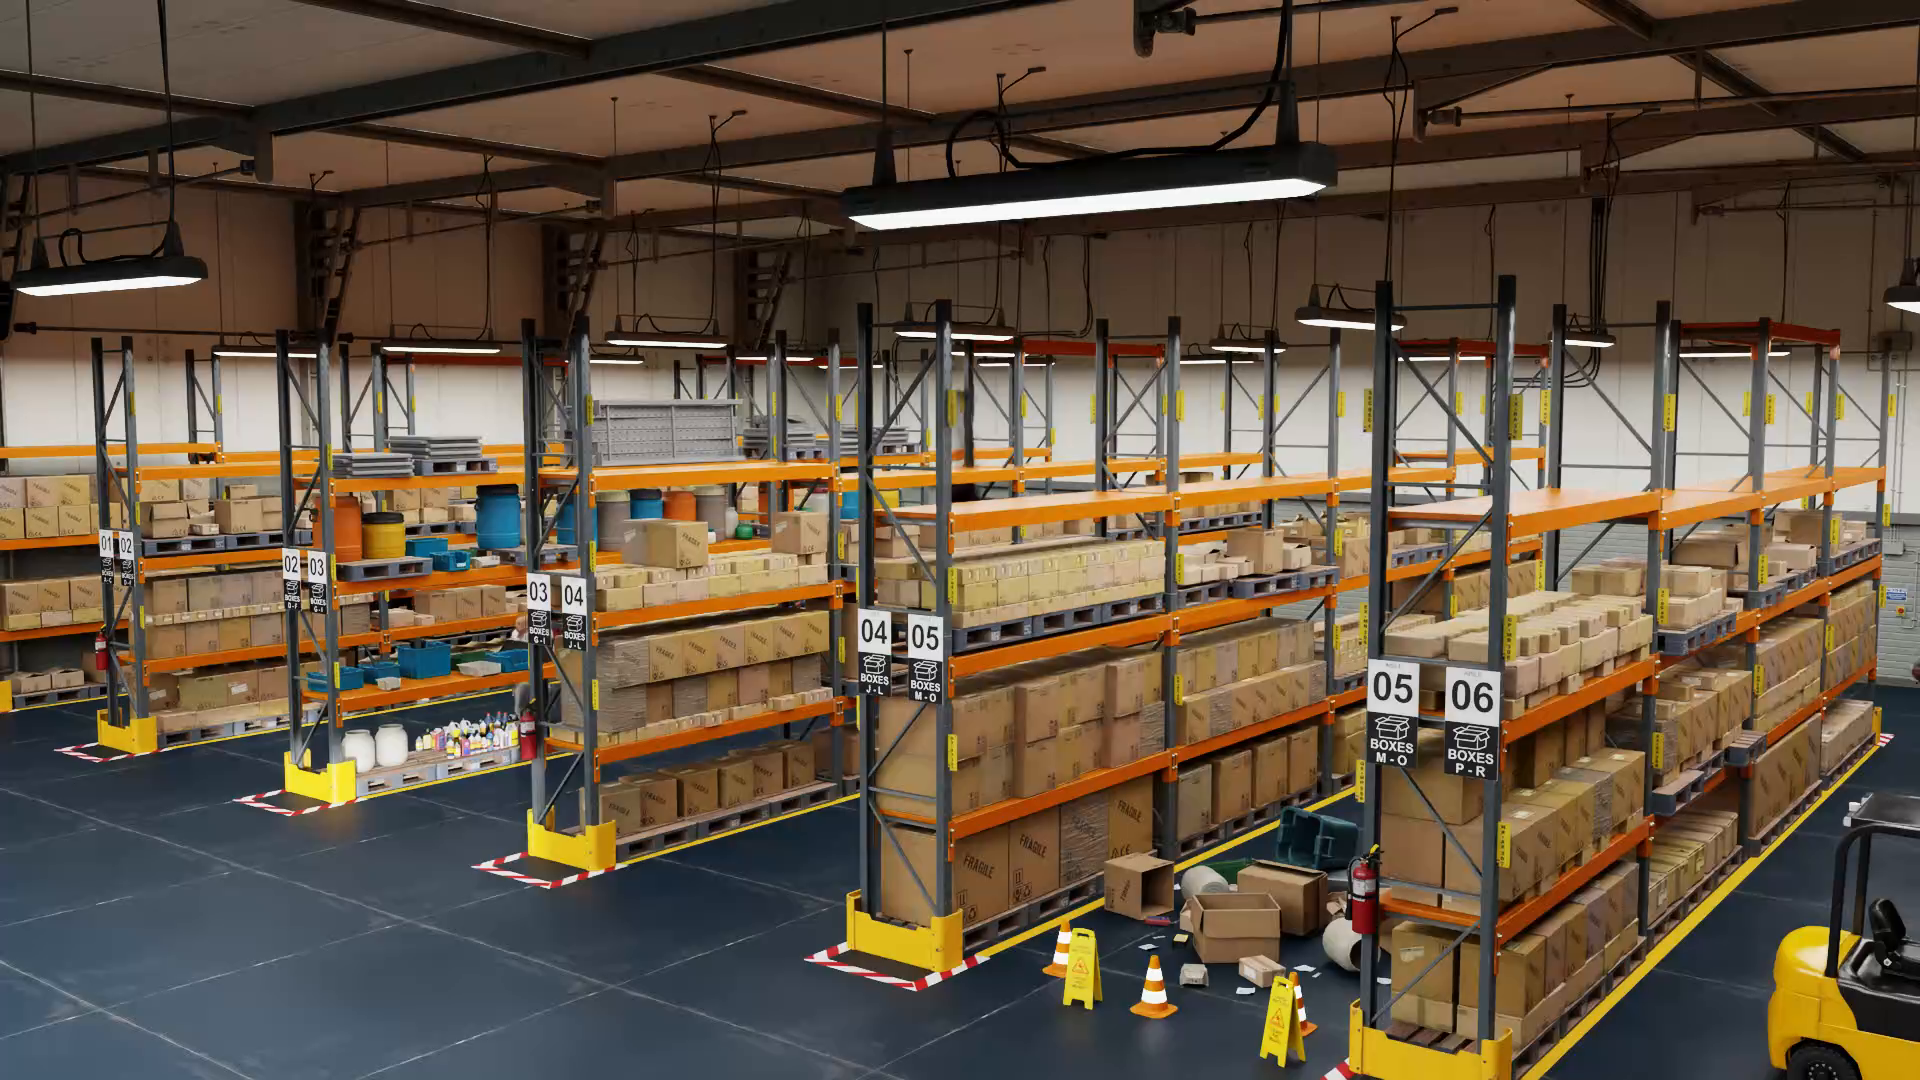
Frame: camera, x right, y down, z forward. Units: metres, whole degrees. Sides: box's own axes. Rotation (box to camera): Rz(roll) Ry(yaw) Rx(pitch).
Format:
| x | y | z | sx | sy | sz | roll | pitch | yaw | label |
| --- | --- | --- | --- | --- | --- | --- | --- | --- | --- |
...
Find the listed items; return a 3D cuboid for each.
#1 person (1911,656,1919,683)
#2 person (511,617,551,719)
| x | y | z | sx | sy | sz | roll | pitch | yaw | label |
| --- | --- | --- | --- | --- | --- | --- | --- | --- | --- |
| 13.984 | 2.211 | 23.771 | 0.690 | 1.763 | 0.891 | 3 | 6 | 27 | person |
| -6.757 | 2.054 | 26.121 | 0.731 | 1.757 | 0.854 | 3 | 6 | 35 | person |
